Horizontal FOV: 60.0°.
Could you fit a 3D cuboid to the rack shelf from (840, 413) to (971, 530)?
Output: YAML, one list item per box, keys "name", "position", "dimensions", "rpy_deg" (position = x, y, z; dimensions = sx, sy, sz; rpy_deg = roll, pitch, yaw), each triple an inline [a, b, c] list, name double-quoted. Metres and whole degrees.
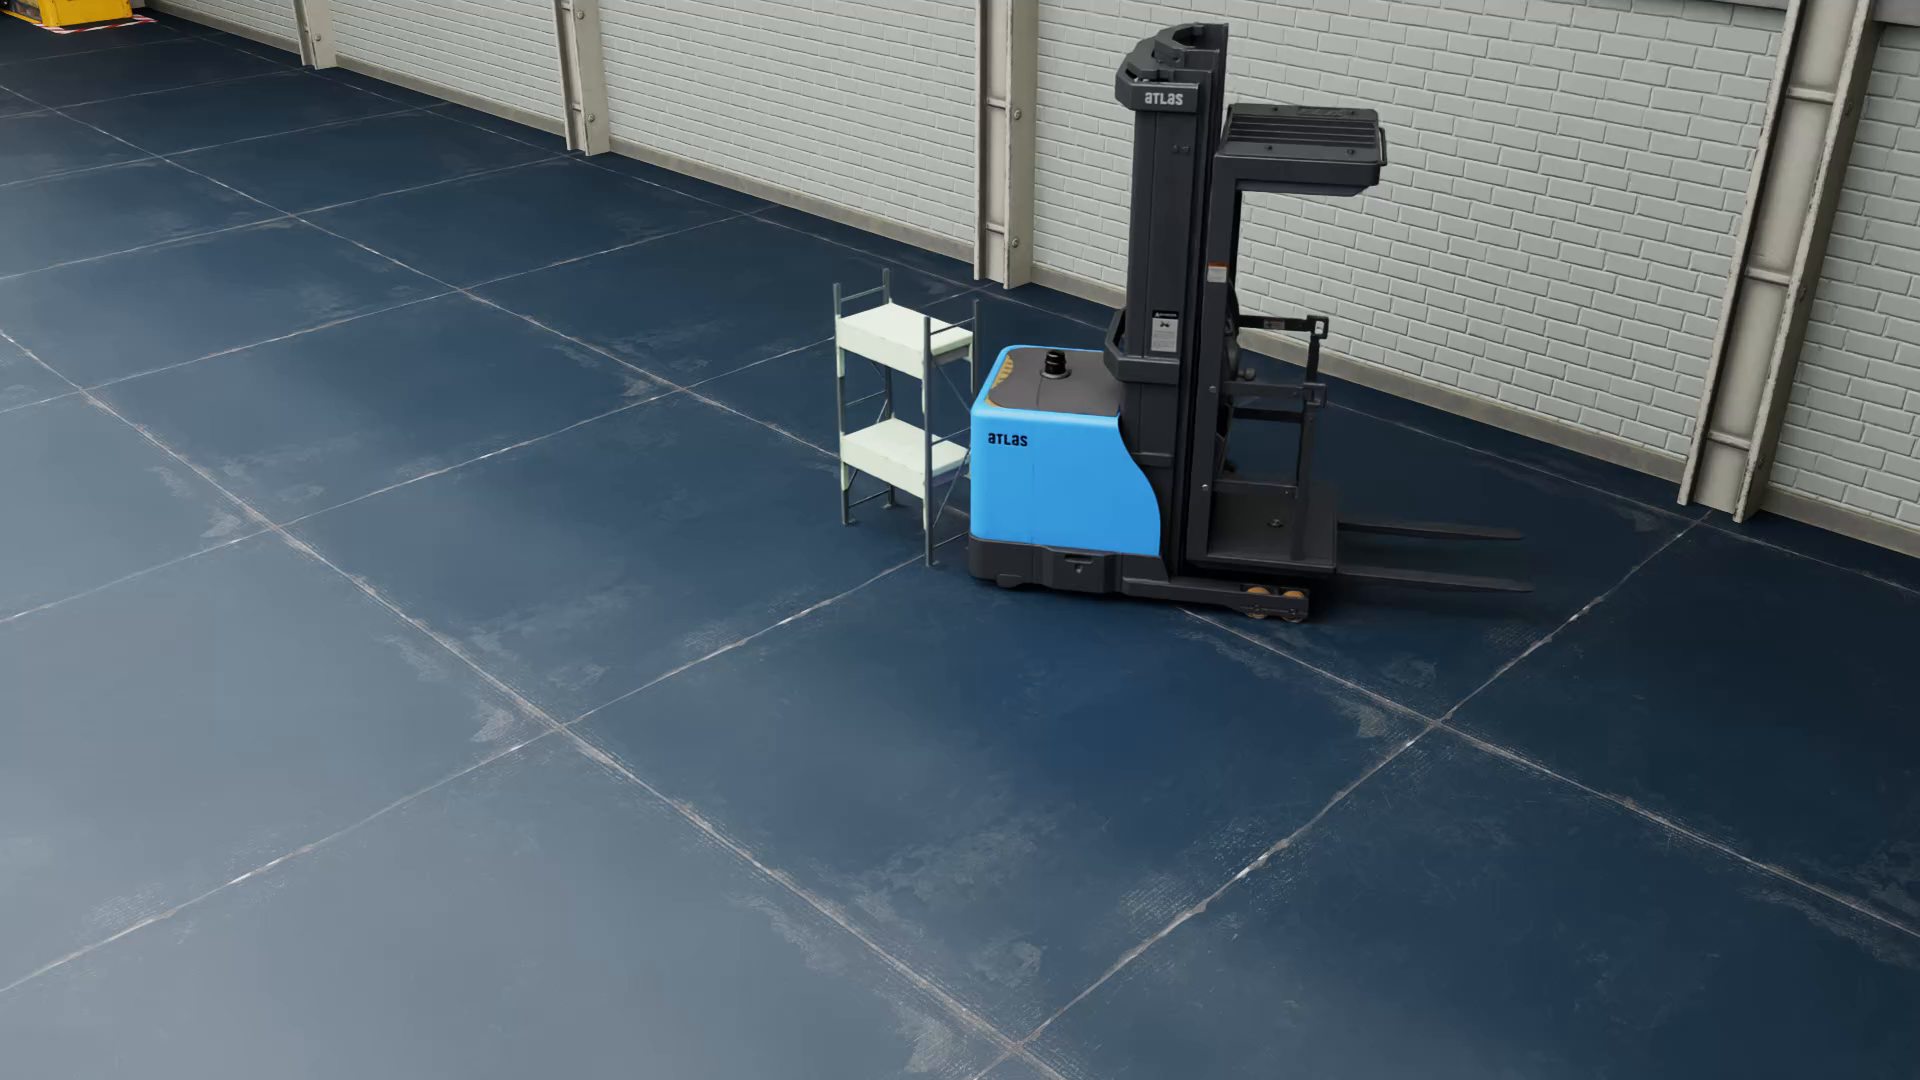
- name: "rack shelf"
  position: [-0.297, -0.407, 9.613]
  dimensions: [0.431, 0.370, 0.720]
  rpy_deg: [-24, 36, -38]

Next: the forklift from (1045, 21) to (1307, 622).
- name: "forklift"
  position: [1.614, -1.125, 8.740]
  dimensions: [3.031, 2.935, 1.121]
  rpy_deg: [5, 28, 10]

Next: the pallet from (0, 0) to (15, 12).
- name: "pallet"
  position: [-14.051, -8.247, 25.207]
  dimensions: [1.213, 0.211, 1.003]
  rpy_deg: [25, 36, 38]

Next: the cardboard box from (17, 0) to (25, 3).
- name: "cardboard box"
  position: [-15.544, -10.533, 25.732]
  dimensions: [1.068, 3.350, 6.811]
  rpy_deg: [-25, 37, -39]

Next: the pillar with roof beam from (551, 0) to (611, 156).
- name: "pillar with roof beam"
  position: [-6.936, -6.685, 12.794]
  dimensions: [0.400, 9.000, 9.100]
  rpy_deg: [25, 36, 38]

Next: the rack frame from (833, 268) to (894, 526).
- name: "rack frame"
  position: [-0.552, -0.818, 9.694]
  dimensions: [0.400, 1.500, 0.023]
  rpy_deg: [-24, 36, -38]

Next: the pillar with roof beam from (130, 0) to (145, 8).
- name: "pillar with roof beam"
  position: [-15.493, -10.600, 20.241]
  dimensions: [0.400, 9.000, 9.100]
  rpy_deg: [25, 36, 38]

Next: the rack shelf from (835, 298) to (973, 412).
- name: "rack shelf"
  position: [-0.297, -1.041, 9.280]
  dimensions: [0.431, 0.370, 0.720]
  rpy_deg: [-24, 36, -38]

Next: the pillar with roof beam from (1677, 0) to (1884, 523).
- name: "pillar with roof beam"
  position: [1.621, -2.770, 5.348]
  dimensions: [0.400, 9.000, 9.100]
  rpy_deg: [25, 36, 38]

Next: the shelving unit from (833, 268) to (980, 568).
- name: "shelving unit"
  position: [-0.297, -0.696, 9.461]
  dimensions: [0.431, 1.500, 0.755]
  rpy_deg: [-24, 36, -38]

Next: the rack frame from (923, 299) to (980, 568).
- name: "rack frame"
  position: [-0.042, -0.573, 9.229]
  dimensions: [0.400, 1.500, 0.023]
  rpy_deg: [-24, 36, -38]
